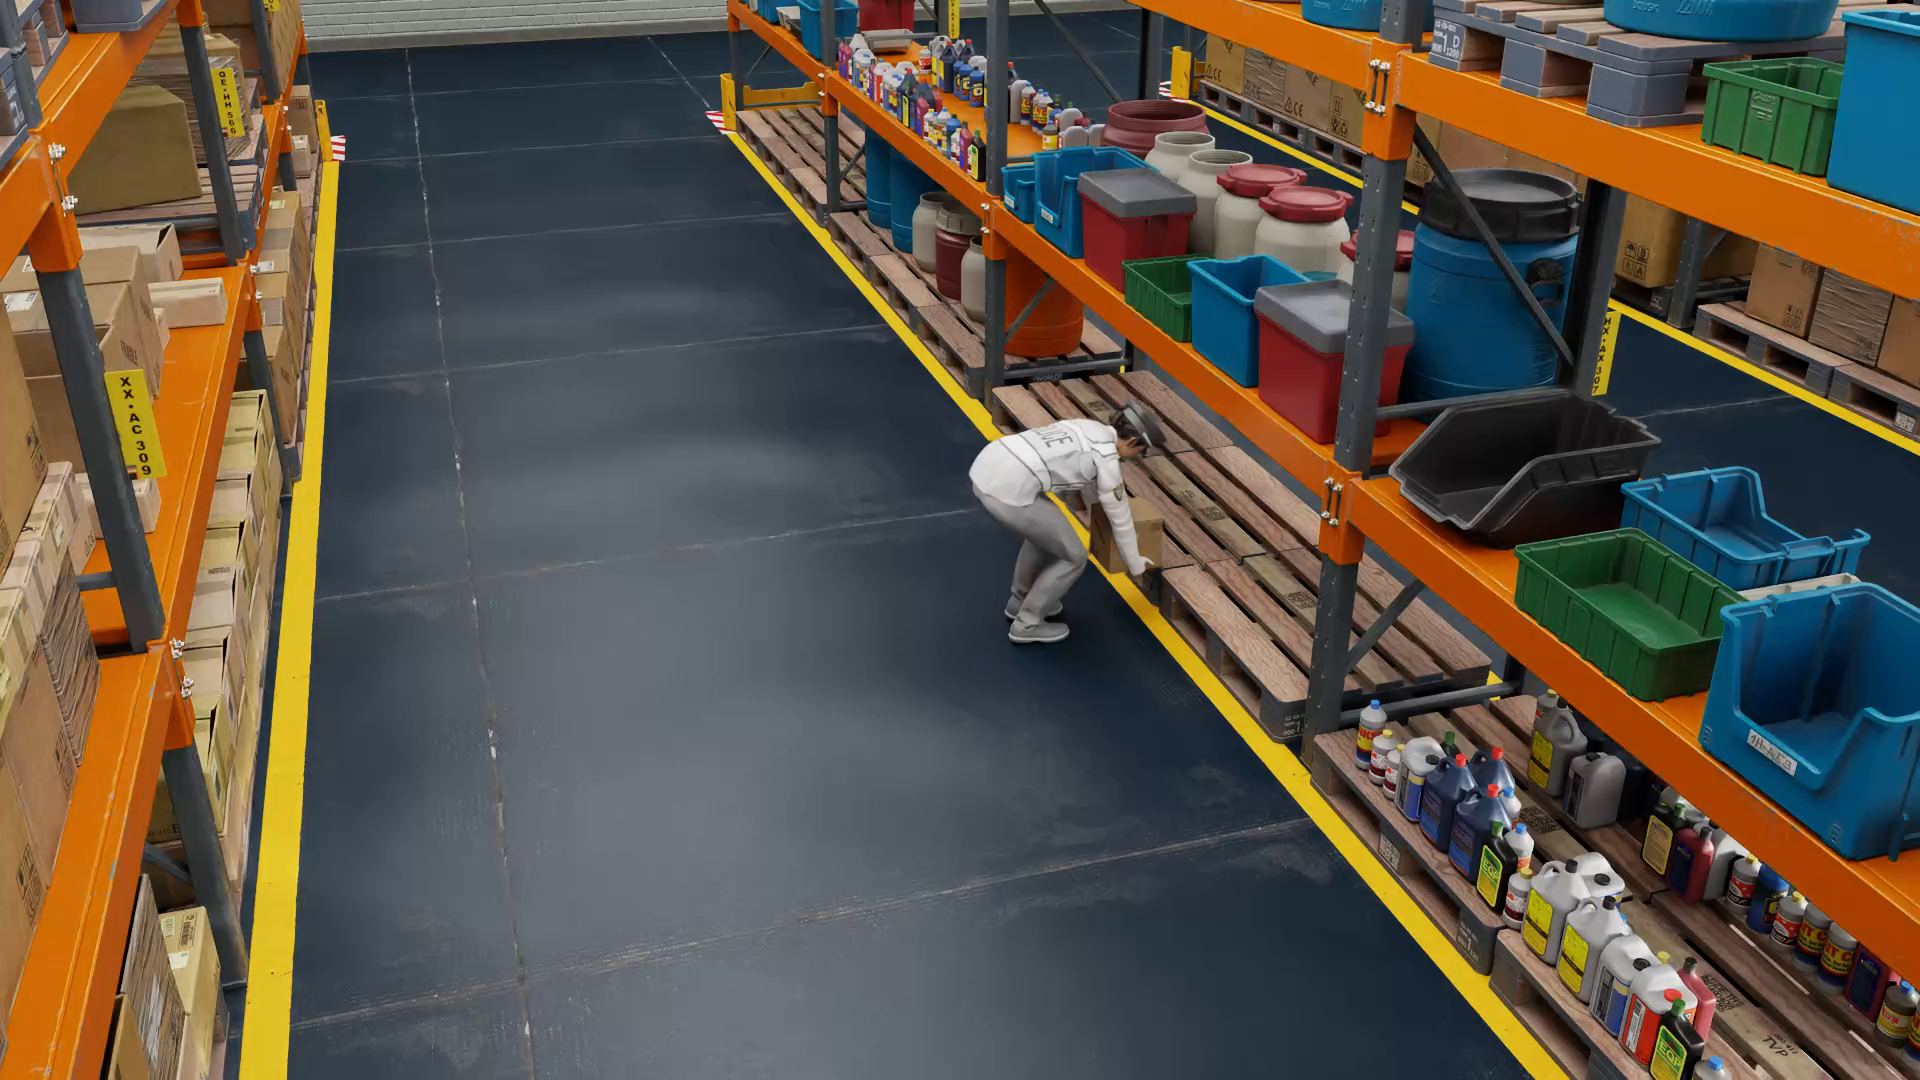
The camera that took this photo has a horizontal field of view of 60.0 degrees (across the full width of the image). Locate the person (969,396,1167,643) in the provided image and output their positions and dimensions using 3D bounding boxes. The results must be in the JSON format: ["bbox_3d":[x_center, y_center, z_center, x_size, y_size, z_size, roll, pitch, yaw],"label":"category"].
[{"bbox_3d":[0.496,-0.095,7.498,0.921,1.049,0.445,-10,28,-18],"label":"person"}]
